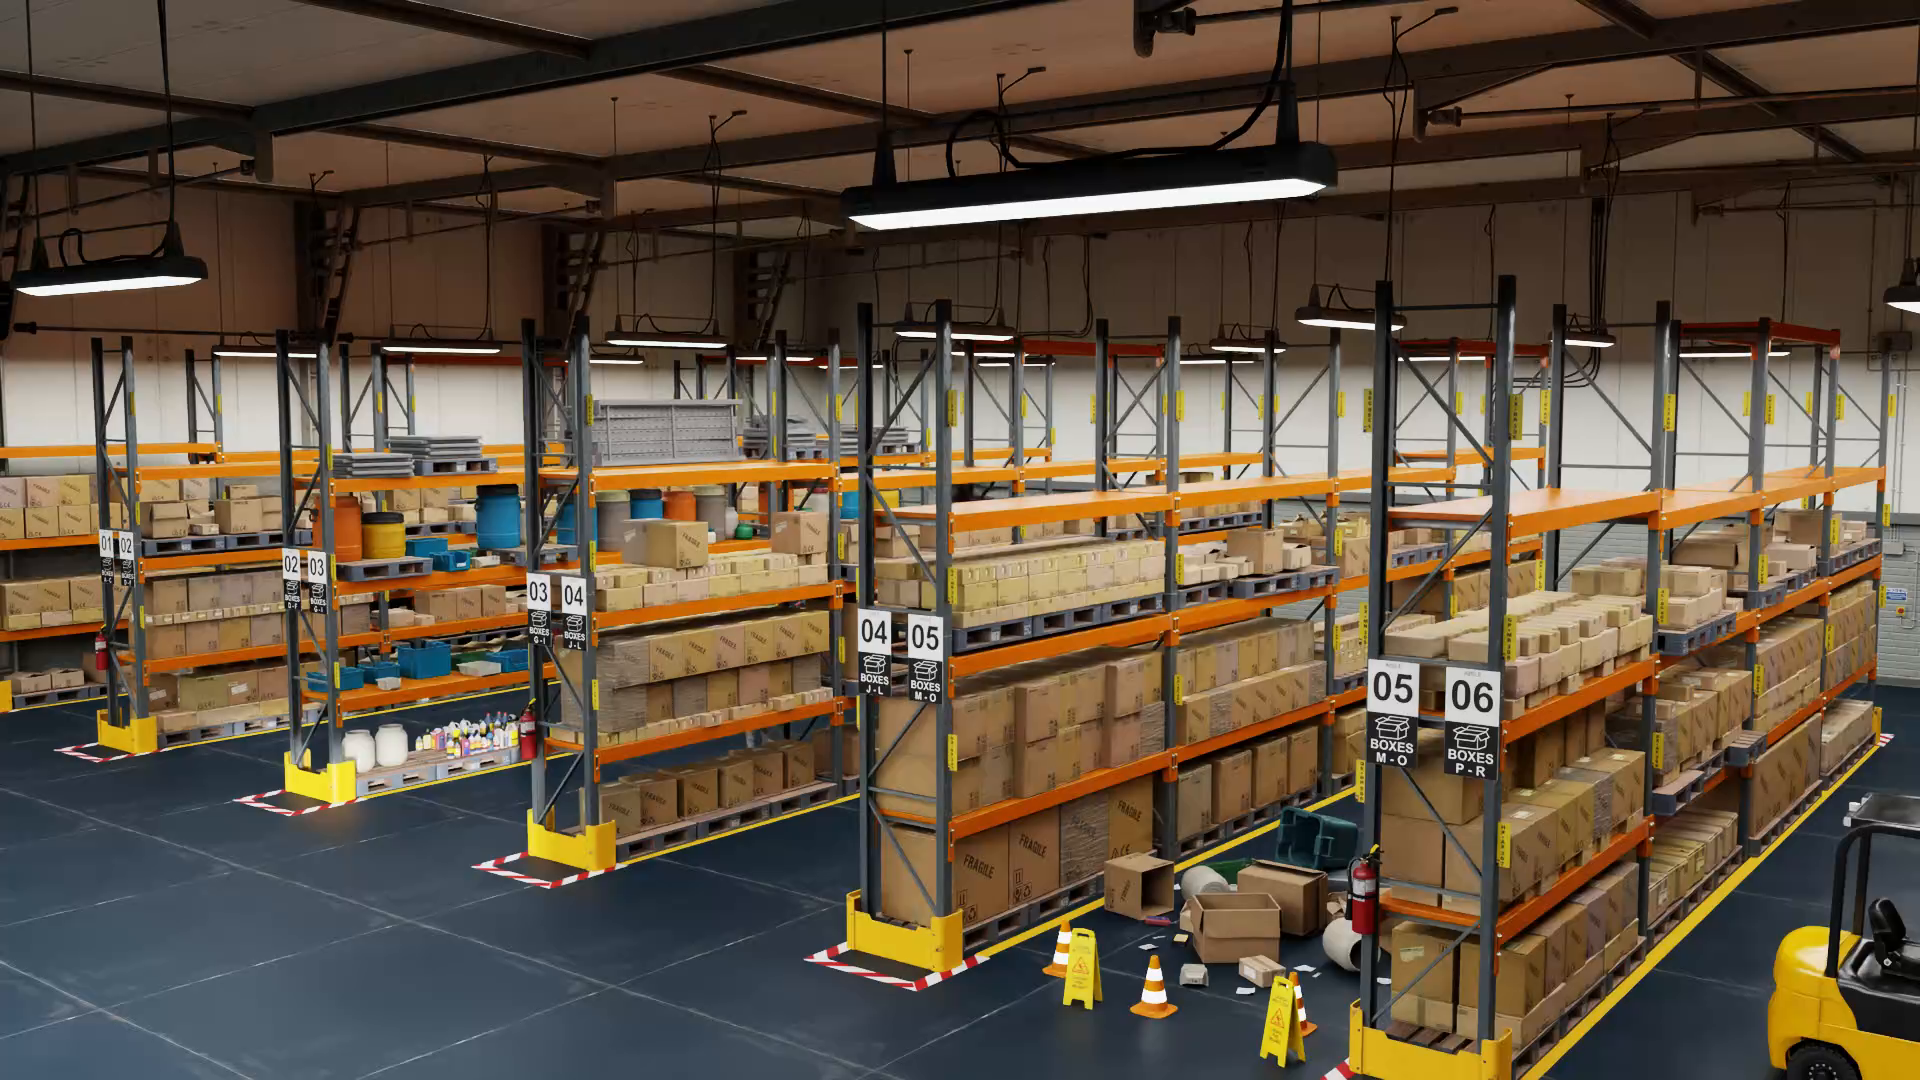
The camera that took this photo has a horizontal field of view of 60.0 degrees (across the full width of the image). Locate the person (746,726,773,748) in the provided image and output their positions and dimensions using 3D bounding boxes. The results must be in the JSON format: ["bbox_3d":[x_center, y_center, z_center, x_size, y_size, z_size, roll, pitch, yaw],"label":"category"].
[{"bbox_3d":[-2.822,2.099,23.820,0.563,1.832,0.406,-4,6,-38],"label":"person"}]

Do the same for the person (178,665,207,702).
[{"bbox_3d":[-12.787,1.980,27.765,0.581,1.601,0.511,-5,7,-43],"label":"person"}]
